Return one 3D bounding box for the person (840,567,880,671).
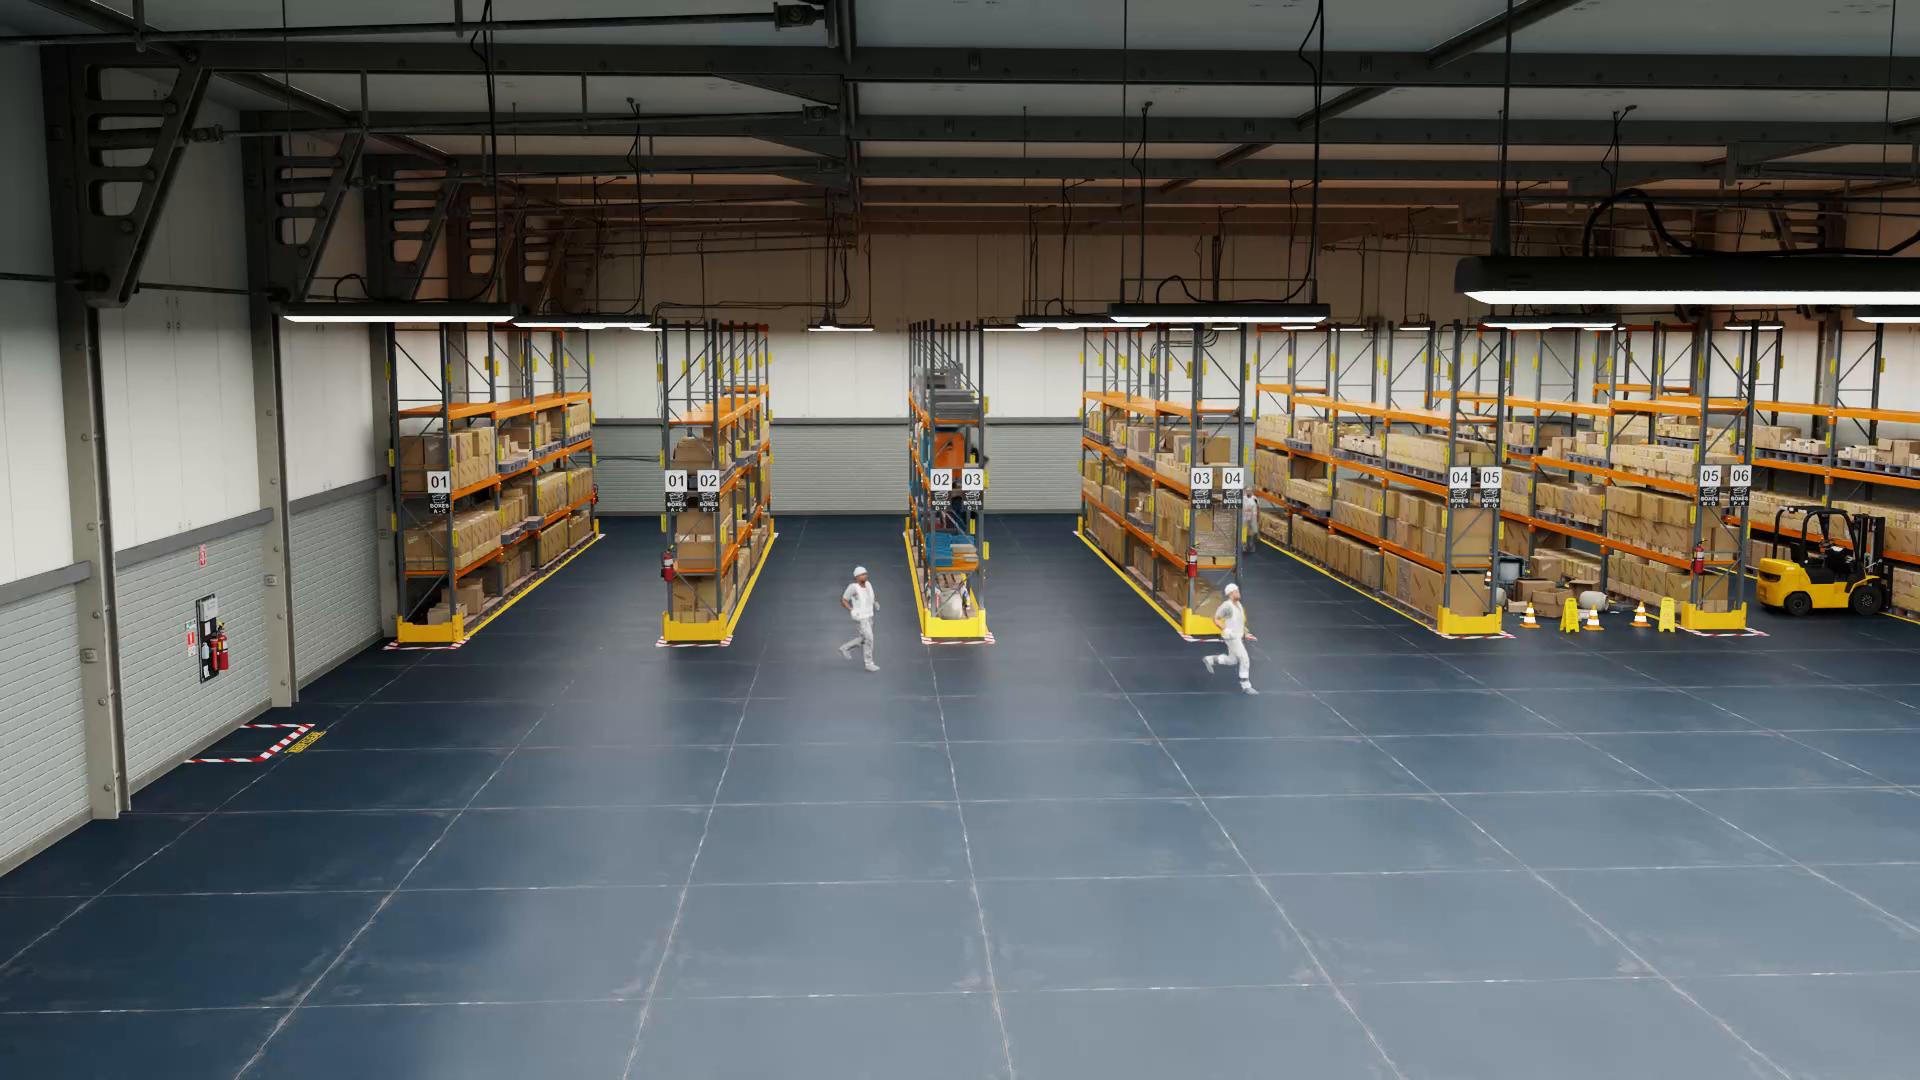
[{"bbox_3d":[-1.712,1.335,28.543,0.824,1.777,0.673,4,8,30],"label":"person"}]

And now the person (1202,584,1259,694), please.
[{"bbox_3d":[4.361,1.575,26.787,0.999,1.761,0.640,4,8,29],"label":"person"}]

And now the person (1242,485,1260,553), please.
[{"bbox_3d":[7.597,-0.541,43.650,0.700,1.803,0.692,-1,7,-9],"label":"person"}]
